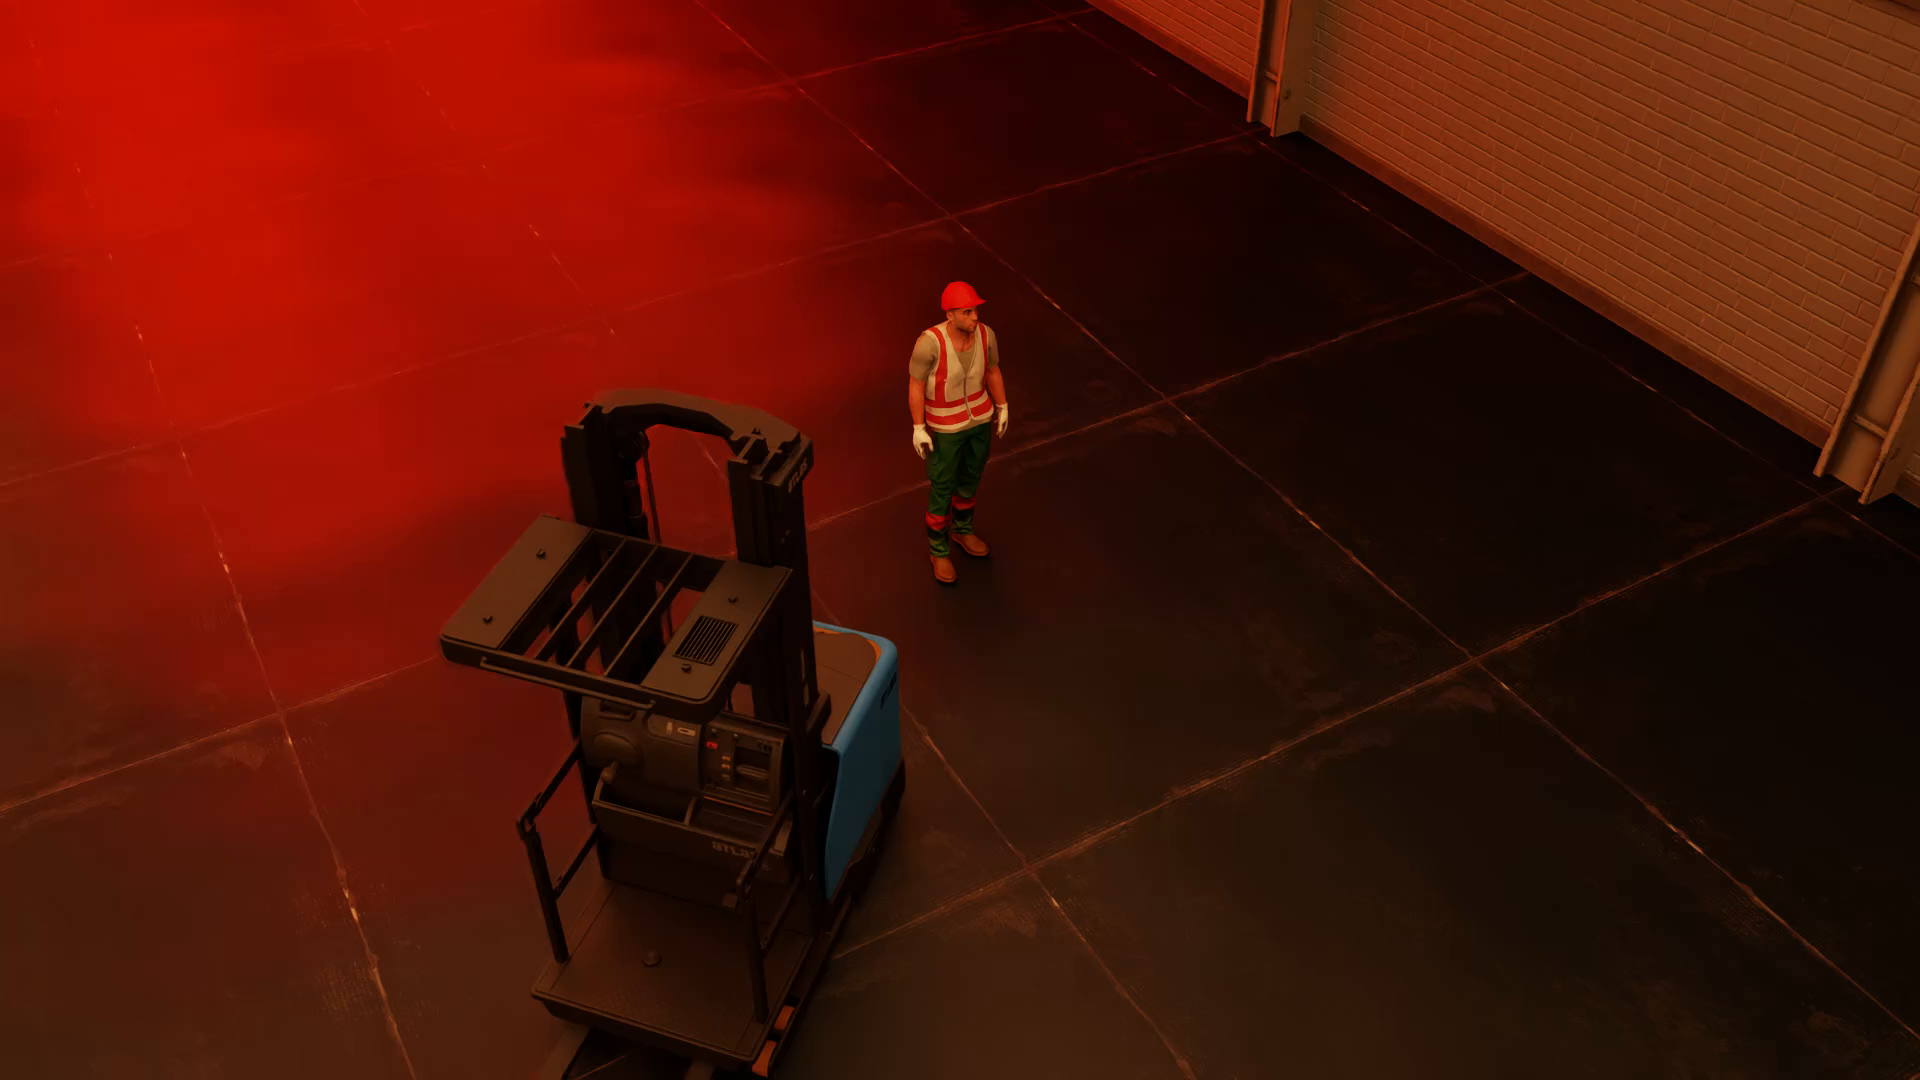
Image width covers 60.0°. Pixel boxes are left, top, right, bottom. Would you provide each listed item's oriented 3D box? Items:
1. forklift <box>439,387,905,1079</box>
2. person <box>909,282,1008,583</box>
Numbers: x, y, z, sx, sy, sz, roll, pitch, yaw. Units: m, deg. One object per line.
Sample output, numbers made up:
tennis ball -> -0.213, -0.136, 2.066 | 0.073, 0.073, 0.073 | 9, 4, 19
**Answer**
forklift -> -1.242, 0.973, 6.863 | 1.130, 2.935, 3.031 | 12, 41, 14
person -> 0.031, -0.646, 9.698 | 0.638, 1.789, 0.562 | -20, 44, -23
